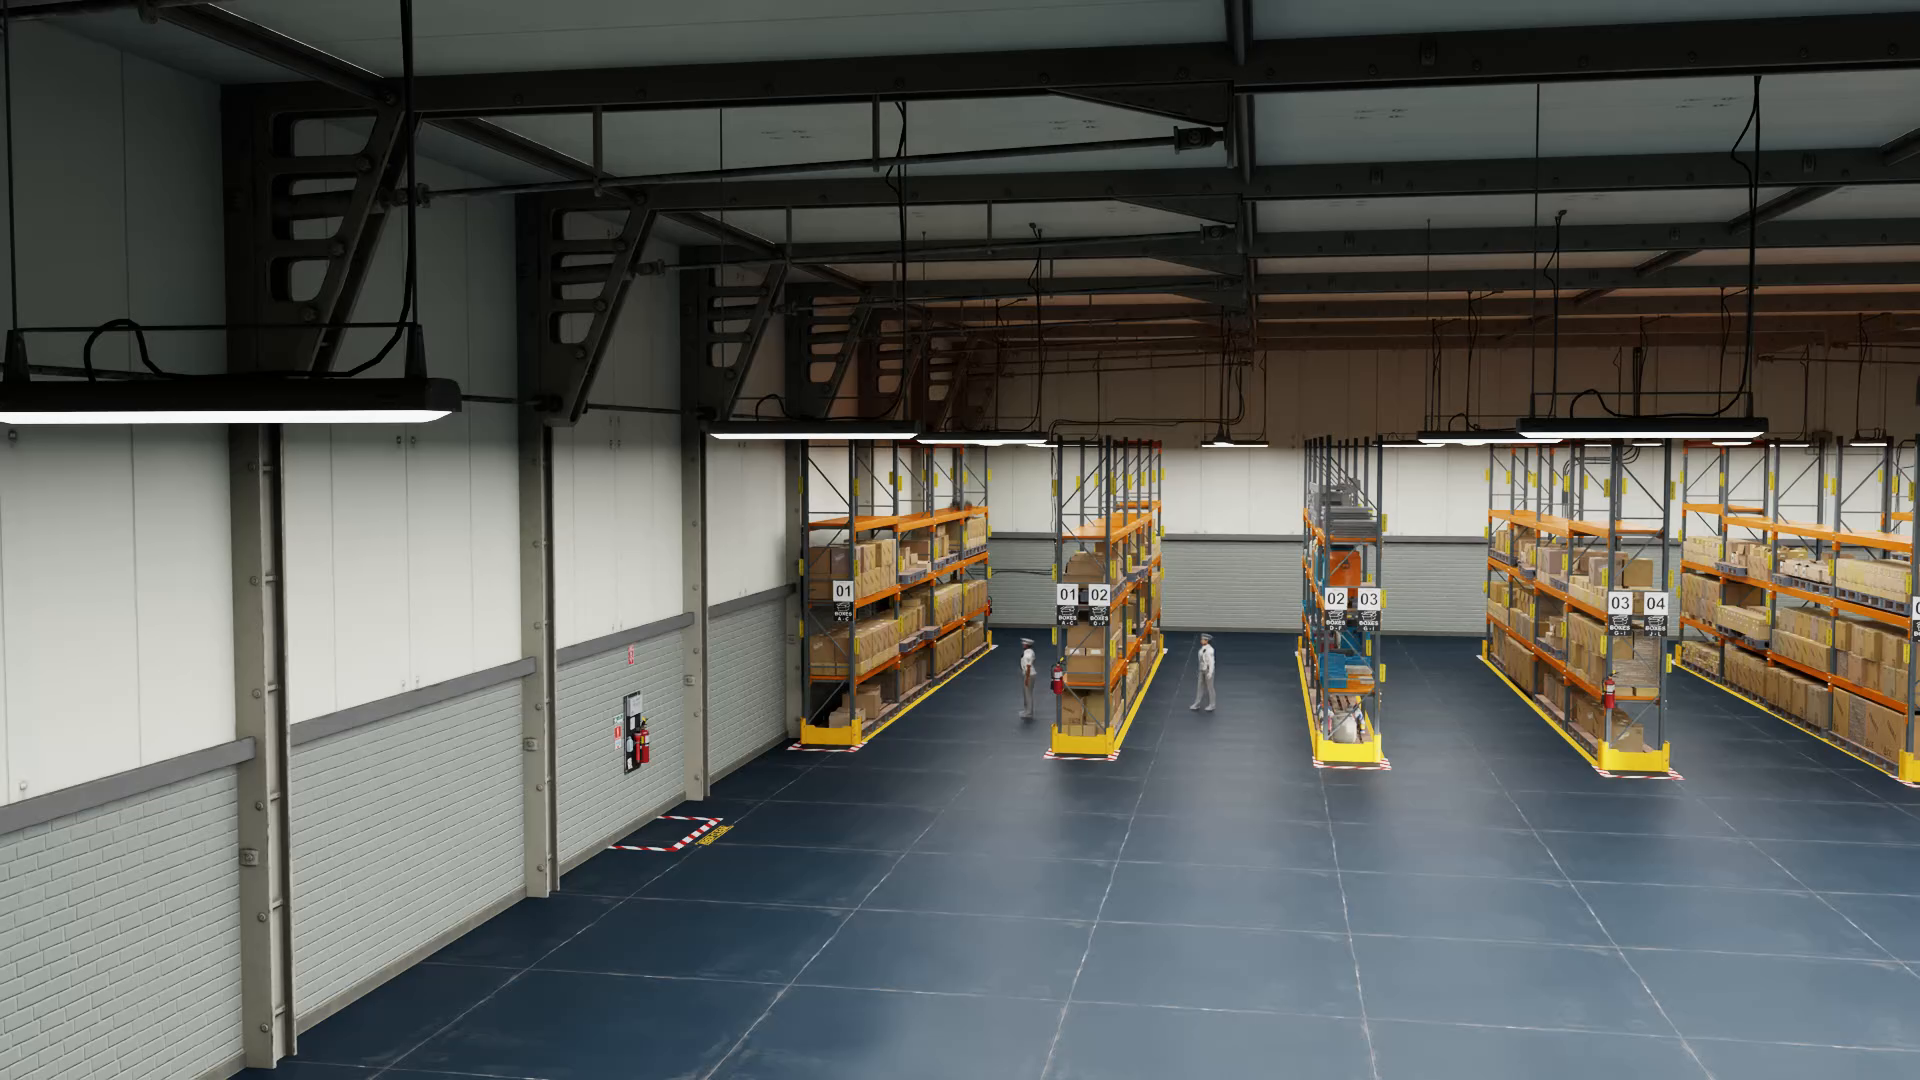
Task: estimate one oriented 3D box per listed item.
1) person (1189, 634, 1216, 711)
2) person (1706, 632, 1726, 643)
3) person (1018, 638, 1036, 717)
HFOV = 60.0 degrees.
[{"bbox_3d":[5.364,2.910,36.666,0.530,1.699,0.507,-1,3,-15],"label":"person"},{"bbox_3d":[21.486,2.257,47.335,0.538,1.711,0.521,-2,4,-33],"label":"person"},{"bbox_3d":[1.448,2.943,35.749,0.398,1.681,0.497,0,3,6],"label":"person"}]
